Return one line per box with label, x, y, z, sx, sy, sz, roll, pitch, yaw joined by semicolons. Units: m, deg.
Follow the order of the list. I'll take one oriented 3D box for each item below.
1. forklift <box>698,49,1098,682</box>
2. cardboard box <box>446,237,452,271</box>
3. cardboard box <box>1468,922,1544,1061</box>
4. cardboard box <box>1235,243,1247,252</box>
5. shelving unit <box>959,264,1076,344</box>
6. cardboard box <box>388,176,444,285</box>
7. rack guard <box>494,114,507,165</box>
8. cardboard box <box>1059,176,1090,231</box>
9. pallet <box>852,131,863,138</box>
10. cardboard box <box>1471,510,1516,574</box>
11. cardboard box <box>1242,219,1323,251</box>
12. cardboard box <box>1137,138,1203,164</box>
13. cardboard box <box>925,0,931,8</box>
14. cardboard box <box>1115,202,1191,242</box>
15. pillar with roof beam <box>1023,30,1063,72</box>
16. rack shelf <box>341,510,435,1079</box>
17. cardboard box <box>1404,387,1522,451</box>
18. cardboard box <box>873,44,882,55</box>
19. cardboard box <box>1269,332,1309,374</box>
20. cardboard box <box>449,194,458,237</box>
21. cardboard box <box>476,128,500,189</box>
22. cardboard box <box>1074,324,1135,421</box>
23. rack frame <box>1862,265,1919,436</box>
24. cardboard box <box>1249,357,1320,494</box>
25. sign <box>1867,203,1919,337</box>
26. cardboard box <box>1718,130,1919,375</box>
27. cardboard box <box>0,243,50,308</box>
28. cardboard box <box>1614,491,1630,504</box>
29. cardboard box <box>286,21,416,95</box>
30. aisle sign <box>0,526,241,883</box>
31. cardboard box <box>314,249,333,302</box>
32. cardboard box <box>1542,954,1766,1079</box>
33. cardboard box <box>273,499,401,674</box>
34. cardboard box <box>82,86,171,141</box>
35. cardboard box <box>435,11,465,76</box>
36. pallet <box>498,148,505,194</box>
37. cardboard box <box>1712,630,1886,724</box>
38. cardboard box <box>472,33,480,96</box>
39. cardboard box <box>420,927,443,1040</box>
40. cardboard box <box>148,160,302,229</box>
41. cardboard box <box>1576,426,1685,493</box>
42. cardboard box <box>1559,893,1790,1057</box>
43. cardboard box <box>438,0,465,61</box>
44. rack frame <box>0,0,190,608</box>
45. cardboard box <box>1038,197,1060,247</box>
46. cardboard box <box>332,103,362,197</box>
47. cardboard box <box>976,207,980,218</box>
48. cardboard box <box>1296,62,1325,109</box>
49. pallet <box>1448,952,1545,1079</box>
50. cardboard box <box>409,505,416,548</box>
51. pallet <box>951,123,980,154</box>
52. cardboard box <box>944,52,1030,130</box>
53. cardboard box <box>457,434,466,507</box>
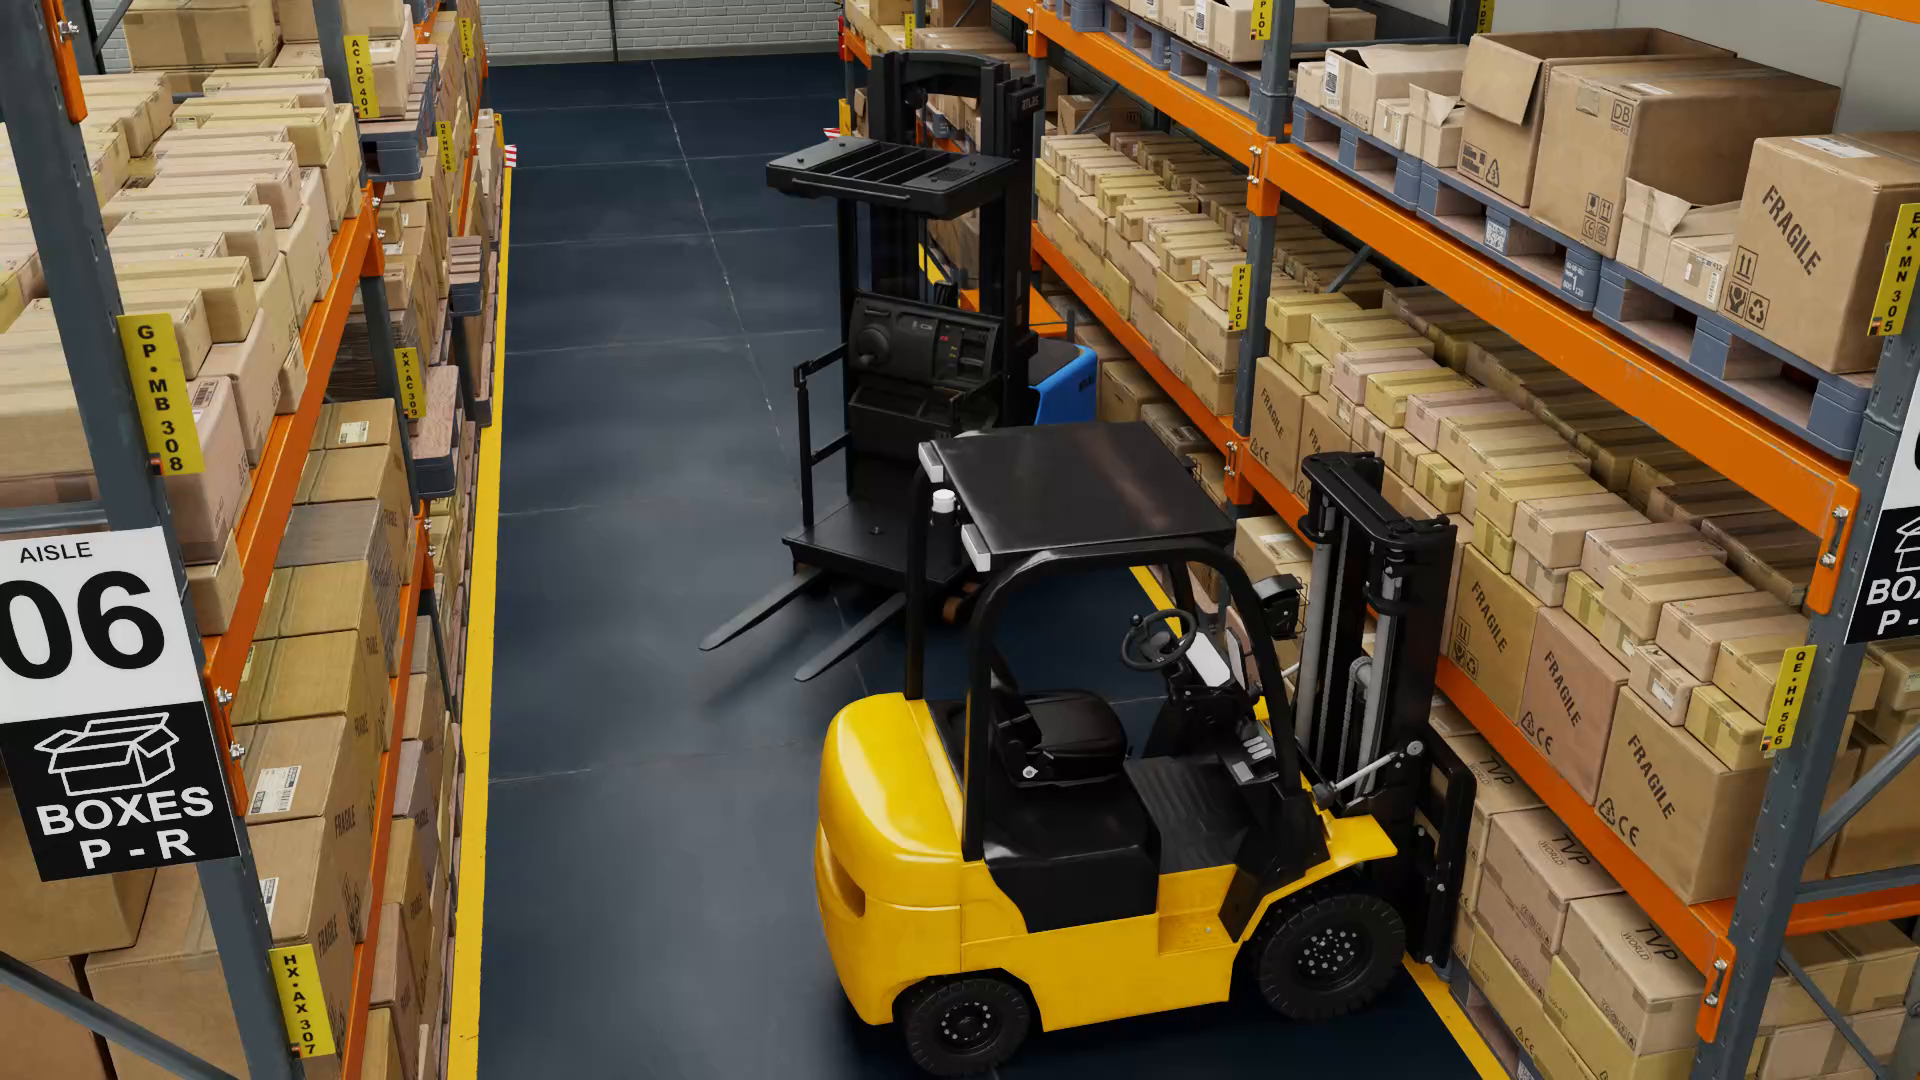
forklift;-0.316;-1.064;9.104;1.130;2.935;3.031;15;30;27
cardboard box;-3.319;-1.740;10.181;0.380;0.149;0.250;-6;27;-12
cardboard box;2.268;1.652;6.234;0.500;0.250;0.500;-6;27;-12
cardboard box;1.810;-1.604;9.711;0.500;0.250;0.500;-7;28;-13
shelving unit;0.371;-1.174;11.327;0.538;1.125;1.048;-6;27;-12
cardboard box;-3.238;-1.748;9.476;0.500;0.500;0.500;-8;28;-15
rack guard;-5.662;-4.408;18.428;1.175;0.500;0.348;-6;27;-12
cardboard box;0.955;-2.224;10.938;0.500;0.250;0.500;-5;27;-10
pallet;-0.624;-4.391;18.715;1.003;0.211;1.213;-6;27;-12
cardboard box;2.120;-0.014;6.117;0.380;0.149;0.250;-6;27;-11
cardboard box;1.839;-1.716;9.490;0.380;0.149;0.250;-6;27;-12
cardboard box;1.420;-2.615;11.272;0.380;0.149;0.250;-5;27;-10
cardboard box;-0.344;-5.683;18.017;0.500;0.250;0.500;-6;27;-11
cardboard box;1.138;-1.879;9.813;0.380;0.149;0.250;-7;28;-13
pillar with roof beam;-3.393;-6.901;13.936;9.100;9.000;0.400;-6;27;-12
rack shelf;-2.501;0.954;5.830;1.077;0.370;4.000;-6;27;-12
cardboard box;2.033;-0.490;6.732;0.380;0.149;0.250;-6;27;-12
cardboard box;-0.693;-5.051;17.206;0.380;0.149;0.250;-5;27;-10
cardboard box;1.699;-0.919;7.910;0.380;0.149;0.250;-6;27;-12
cardboard box;-3.719;-2.175;11.396;0.500;0.250;0.500;-6;27;-12
cardboard box;-5.196;-3.876;16.979;0.875;0.438;0.875;-5;27;-10
cardboard box;1.264;-1.073;11.216;0.875;0.625;0.625;-5;27;-10
rack frame;2.785;-1.673;3.578;1.000;3.000;0.127;-6;27;-12
cardboard box;1.729;-0.574;7.948;0.500;0.500;0.500;-7;28;-13
sign;2.253;-0.645;3.975;0.100;0.325;0.005;-6;27;-12
cardboard box;2.447;-0.780;4.450;0.500;0.500;0.500;-5;27;-10
cardboard box;-2.566;-0.643;4.259;0.380;0.149;0.250;-6;27;-12
cardboard box;2.638;-0.179;6.446;0.380;0.149;0.250;-6;27;-12
cardboard box;-2.808;-2.225;7.700;0.500;0.250;0.500;-6;27;-12
aisle sign;-1.735;0.346;3.351;0.394;0.787;0.004;-6;27;-12
cardboard box;-2.366;-0.911;5.677;0.380;0.149;0.250;-5;27;-10
cardboard box;2.370;1.640;5.702;0.500;0.250;0.500;-6;27;-12
cardboard box;-2.366;0.200;6.084;0.500;0.500;0.500;-5;27;-10
cardboard box;-3.112;-1.546;6.048;0.380;0.149;0.250;-5;27;-10
cardboard box;-4.410;-4.078;13.779;0.500;0.500;0.500;-5;27;-10
pallet;-5.400;-3.925;17.793;1.003;0.211;1.213;-6;27;-12
cardboard box;2.498;0.402;4.963;0.380;0.149;0.250;-6;27;-11
cardboard box;-4.821;-4.475;15.676;0.500;0.500;0.500;-6;27;-11
cardboard box;-2.206;1.705;6.128;0.500;0.250;0.500;-4;27;-8
cardboard box;-2.226;-1.040;5.047;0.380;0.149;0.250;-6;27;-11
cardboard box;2.596;-0.313;6.380;0.380;0.149;0.250;-6;27;-11
cardboard box;2.377;1.428;5.567;0.500;0.250;0.500;-5;27;-10
cardboard box;-4.626;-4.482;14.580;0.500;0.500;0.500;-6;27;-11
rack frame;-2.051;-1.167;2.576;1.000;3.000;0.127;-6;27;-12
cardboard box;0.844;-2.220;11.487;0.500;0.250;0.500;-6;27;-11
cardboard box;-2.590;-1.483;6.367;0.500;0.250;0.500;-6;27;-12
cardboard box;0.346;-2.757;13.972;0.380;0.149;0.250;-6;27;-11
cardboard box;1.688;-1.982;7.221;0.380;0.149;0.250;-5;27;-11
pallet;2.571;1.918;6.215;1.003;0.211;1.213;-6;27;-12
cardboard box;-2.583;-0.023;7.245;0.380;0.149;0.250;-6;27;-12
pallet;0.539;-3.275;13.622;1.003;0.211;1.213;-6;27;-12
cardboard box;0.265;-3.688;13.651;0.700;0.500;0.500;-6;27;-12
cardboard box;-3.562;-0.443;10.250;0.950;0.372;0.625;-6;27;-13
